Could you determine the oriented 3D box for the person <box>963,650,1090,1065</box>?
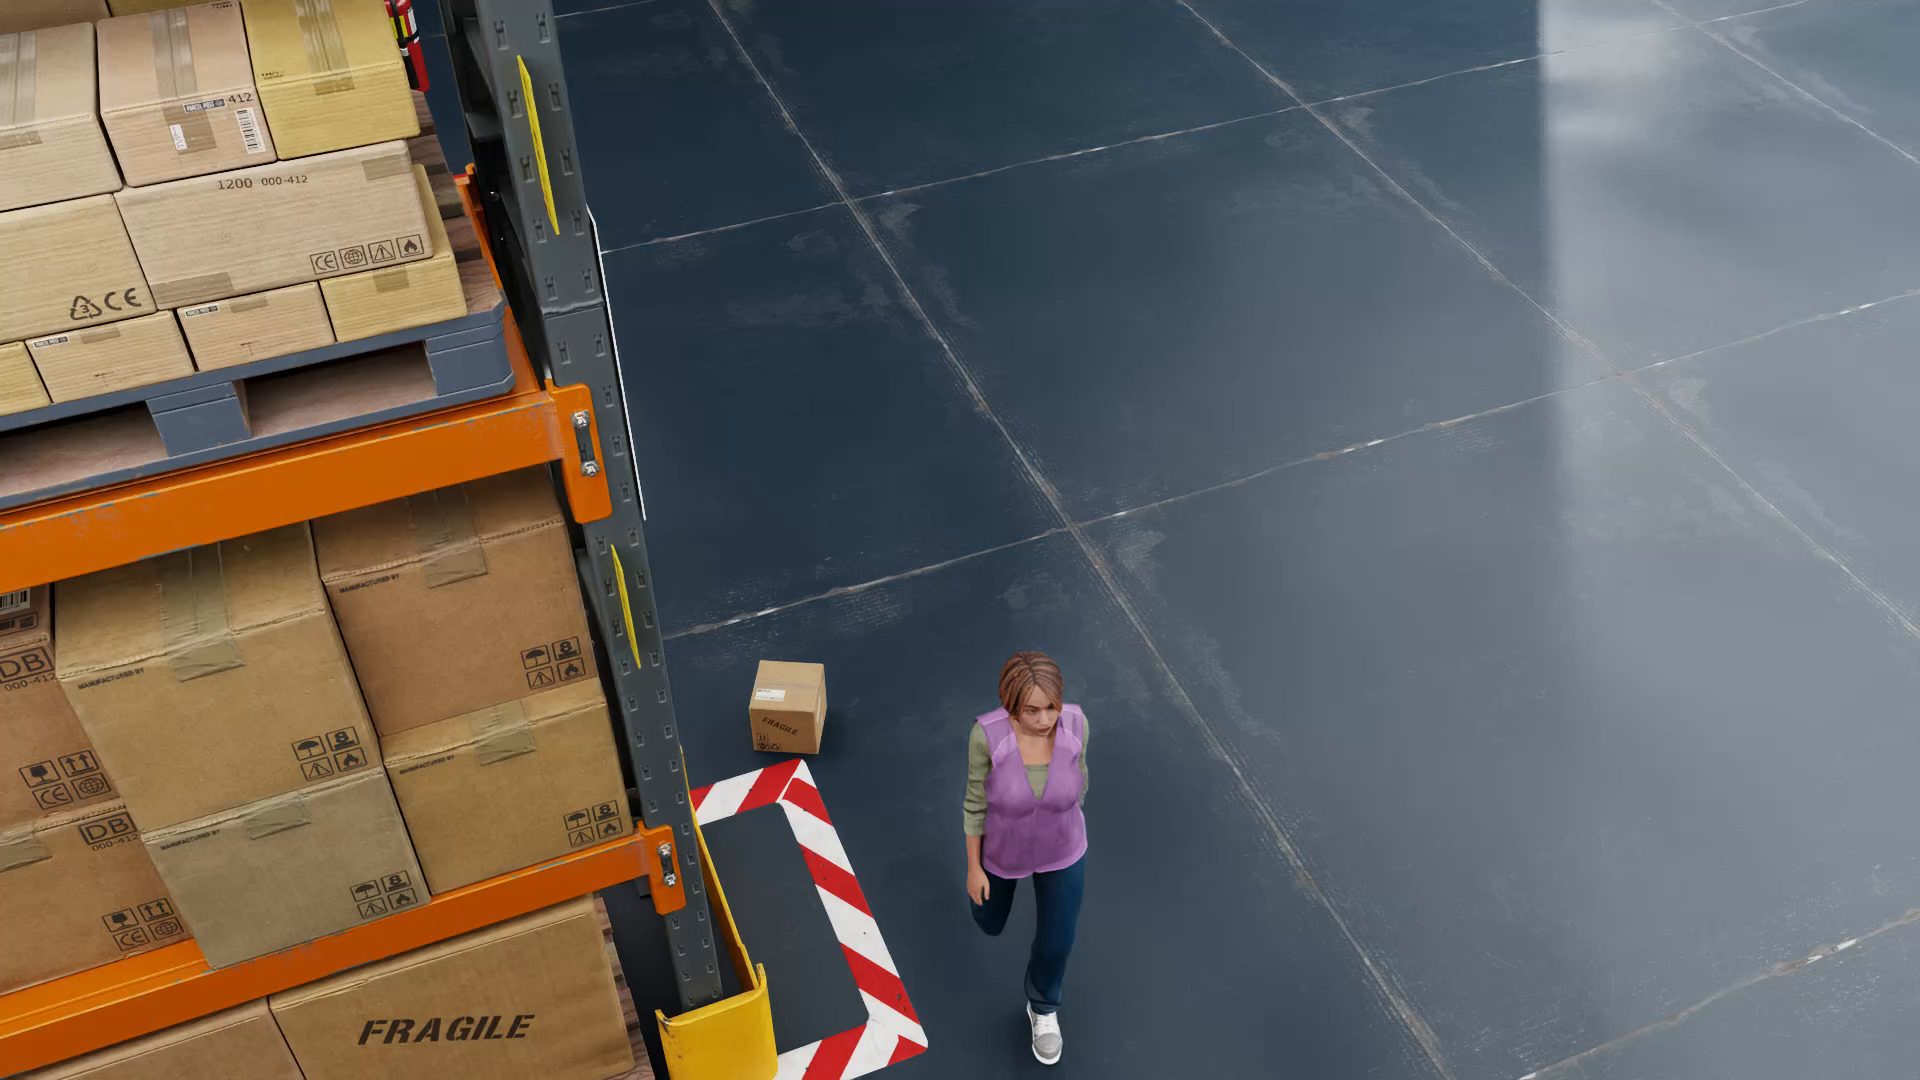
[{"bbox_3d":[0.198,0.902,5.167,0.394,1.557,0.750,-3,42,-4],"label":"person"}]
